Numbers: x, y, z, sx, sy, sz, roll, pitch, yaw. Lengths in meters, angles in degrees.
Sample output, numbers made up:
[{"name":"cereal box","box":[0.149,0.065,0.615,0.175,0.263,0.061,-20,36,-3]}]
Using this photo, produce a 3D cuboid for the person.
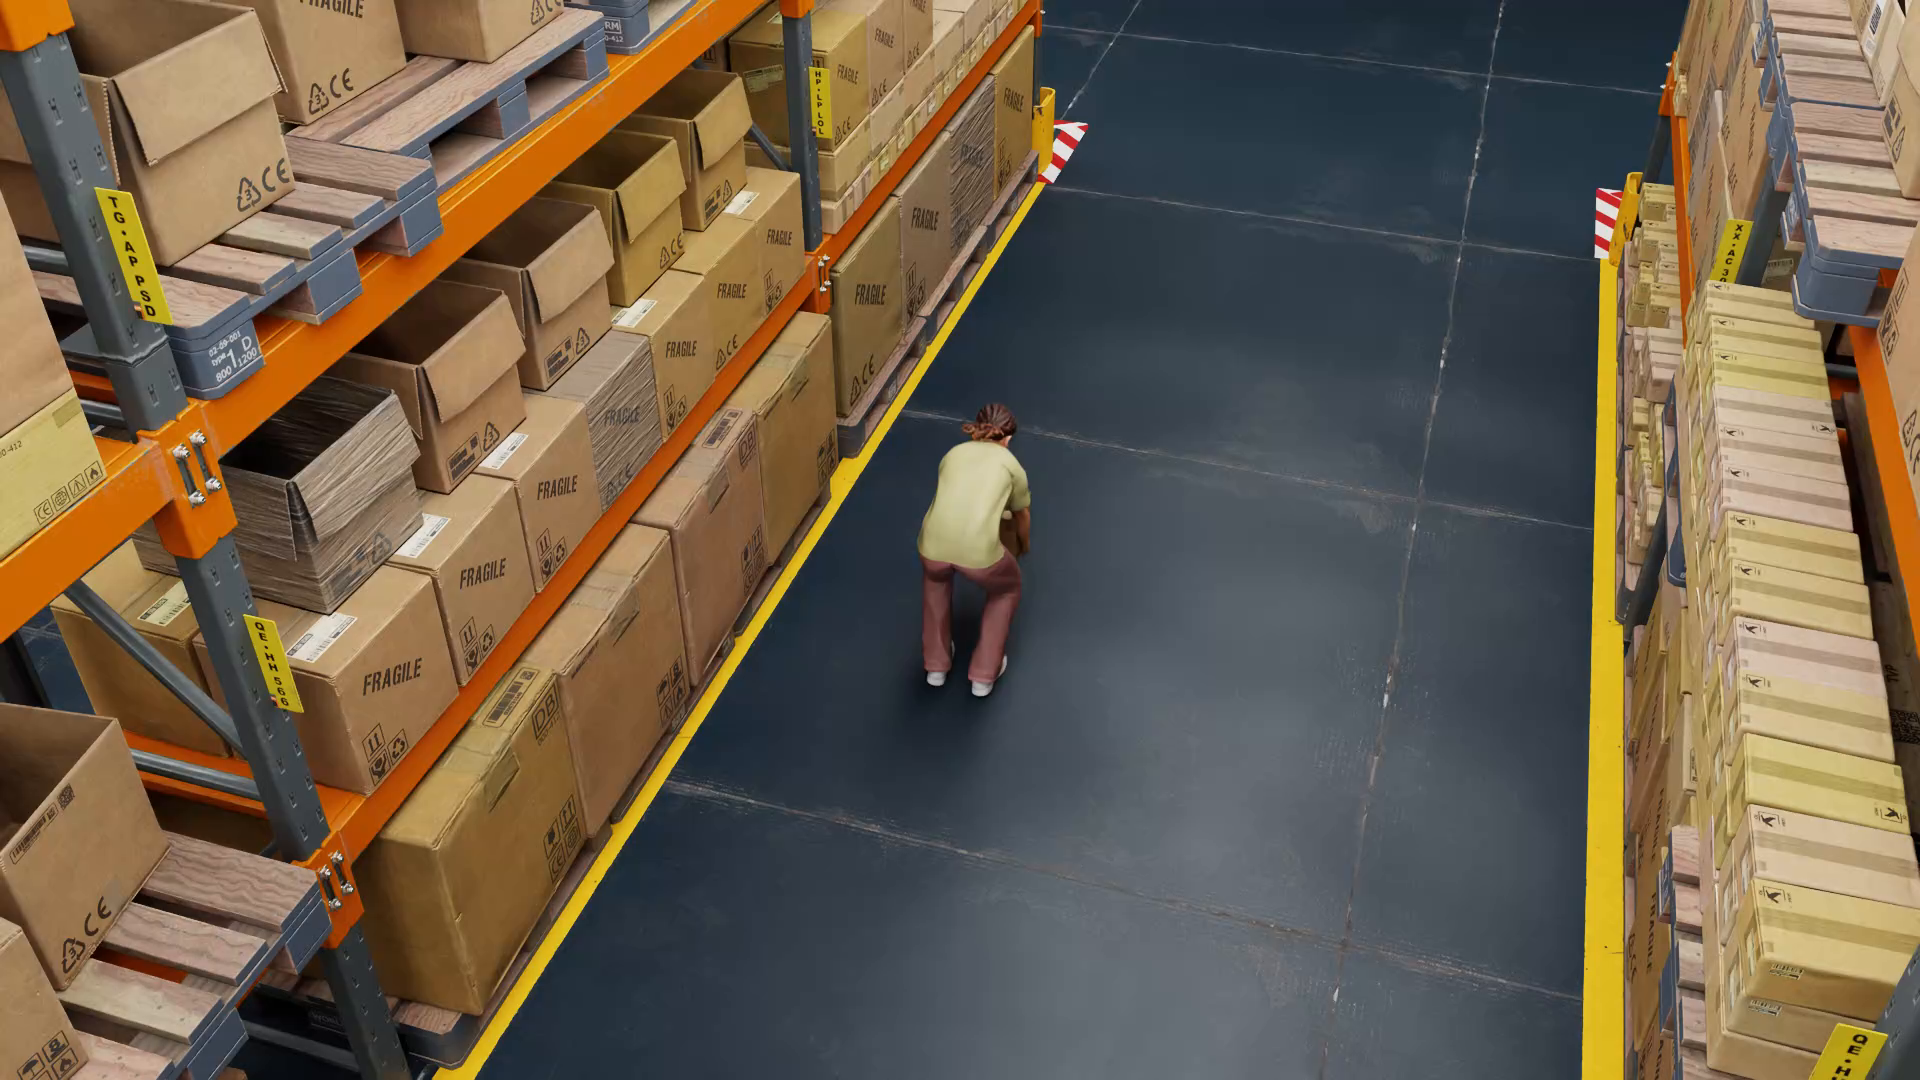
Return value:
[{"name":"person","box":[0.072,0.045,7.308,0.451,1.101,0.860,9,38,12]}]
